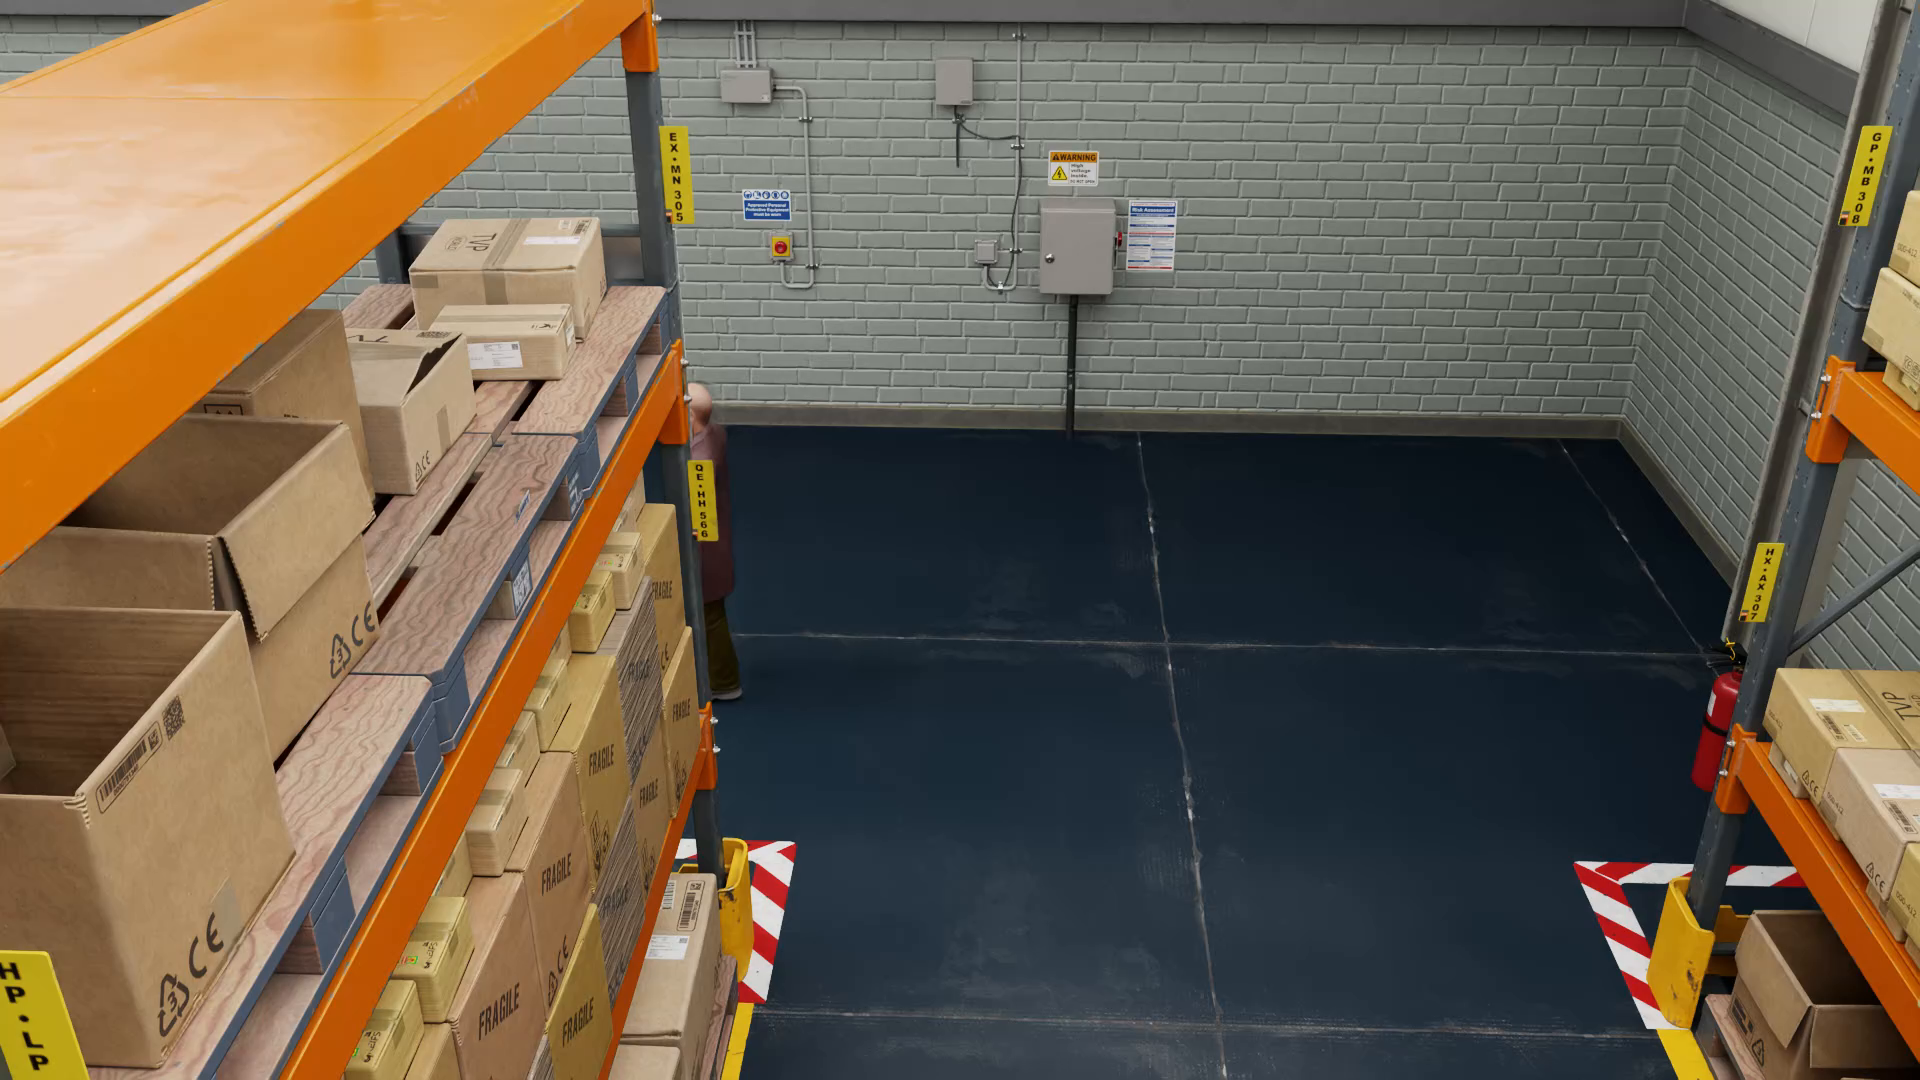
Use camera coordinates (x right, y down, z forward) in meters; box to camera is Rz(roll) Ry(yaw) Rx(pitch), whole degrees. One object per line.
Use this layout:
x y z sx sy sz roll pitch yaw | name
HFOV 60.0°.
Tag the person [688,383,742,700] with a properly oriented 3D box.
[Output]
-1.413 0.072 8.536 0.495 1.833 0.625 -2 28 -3 | person
